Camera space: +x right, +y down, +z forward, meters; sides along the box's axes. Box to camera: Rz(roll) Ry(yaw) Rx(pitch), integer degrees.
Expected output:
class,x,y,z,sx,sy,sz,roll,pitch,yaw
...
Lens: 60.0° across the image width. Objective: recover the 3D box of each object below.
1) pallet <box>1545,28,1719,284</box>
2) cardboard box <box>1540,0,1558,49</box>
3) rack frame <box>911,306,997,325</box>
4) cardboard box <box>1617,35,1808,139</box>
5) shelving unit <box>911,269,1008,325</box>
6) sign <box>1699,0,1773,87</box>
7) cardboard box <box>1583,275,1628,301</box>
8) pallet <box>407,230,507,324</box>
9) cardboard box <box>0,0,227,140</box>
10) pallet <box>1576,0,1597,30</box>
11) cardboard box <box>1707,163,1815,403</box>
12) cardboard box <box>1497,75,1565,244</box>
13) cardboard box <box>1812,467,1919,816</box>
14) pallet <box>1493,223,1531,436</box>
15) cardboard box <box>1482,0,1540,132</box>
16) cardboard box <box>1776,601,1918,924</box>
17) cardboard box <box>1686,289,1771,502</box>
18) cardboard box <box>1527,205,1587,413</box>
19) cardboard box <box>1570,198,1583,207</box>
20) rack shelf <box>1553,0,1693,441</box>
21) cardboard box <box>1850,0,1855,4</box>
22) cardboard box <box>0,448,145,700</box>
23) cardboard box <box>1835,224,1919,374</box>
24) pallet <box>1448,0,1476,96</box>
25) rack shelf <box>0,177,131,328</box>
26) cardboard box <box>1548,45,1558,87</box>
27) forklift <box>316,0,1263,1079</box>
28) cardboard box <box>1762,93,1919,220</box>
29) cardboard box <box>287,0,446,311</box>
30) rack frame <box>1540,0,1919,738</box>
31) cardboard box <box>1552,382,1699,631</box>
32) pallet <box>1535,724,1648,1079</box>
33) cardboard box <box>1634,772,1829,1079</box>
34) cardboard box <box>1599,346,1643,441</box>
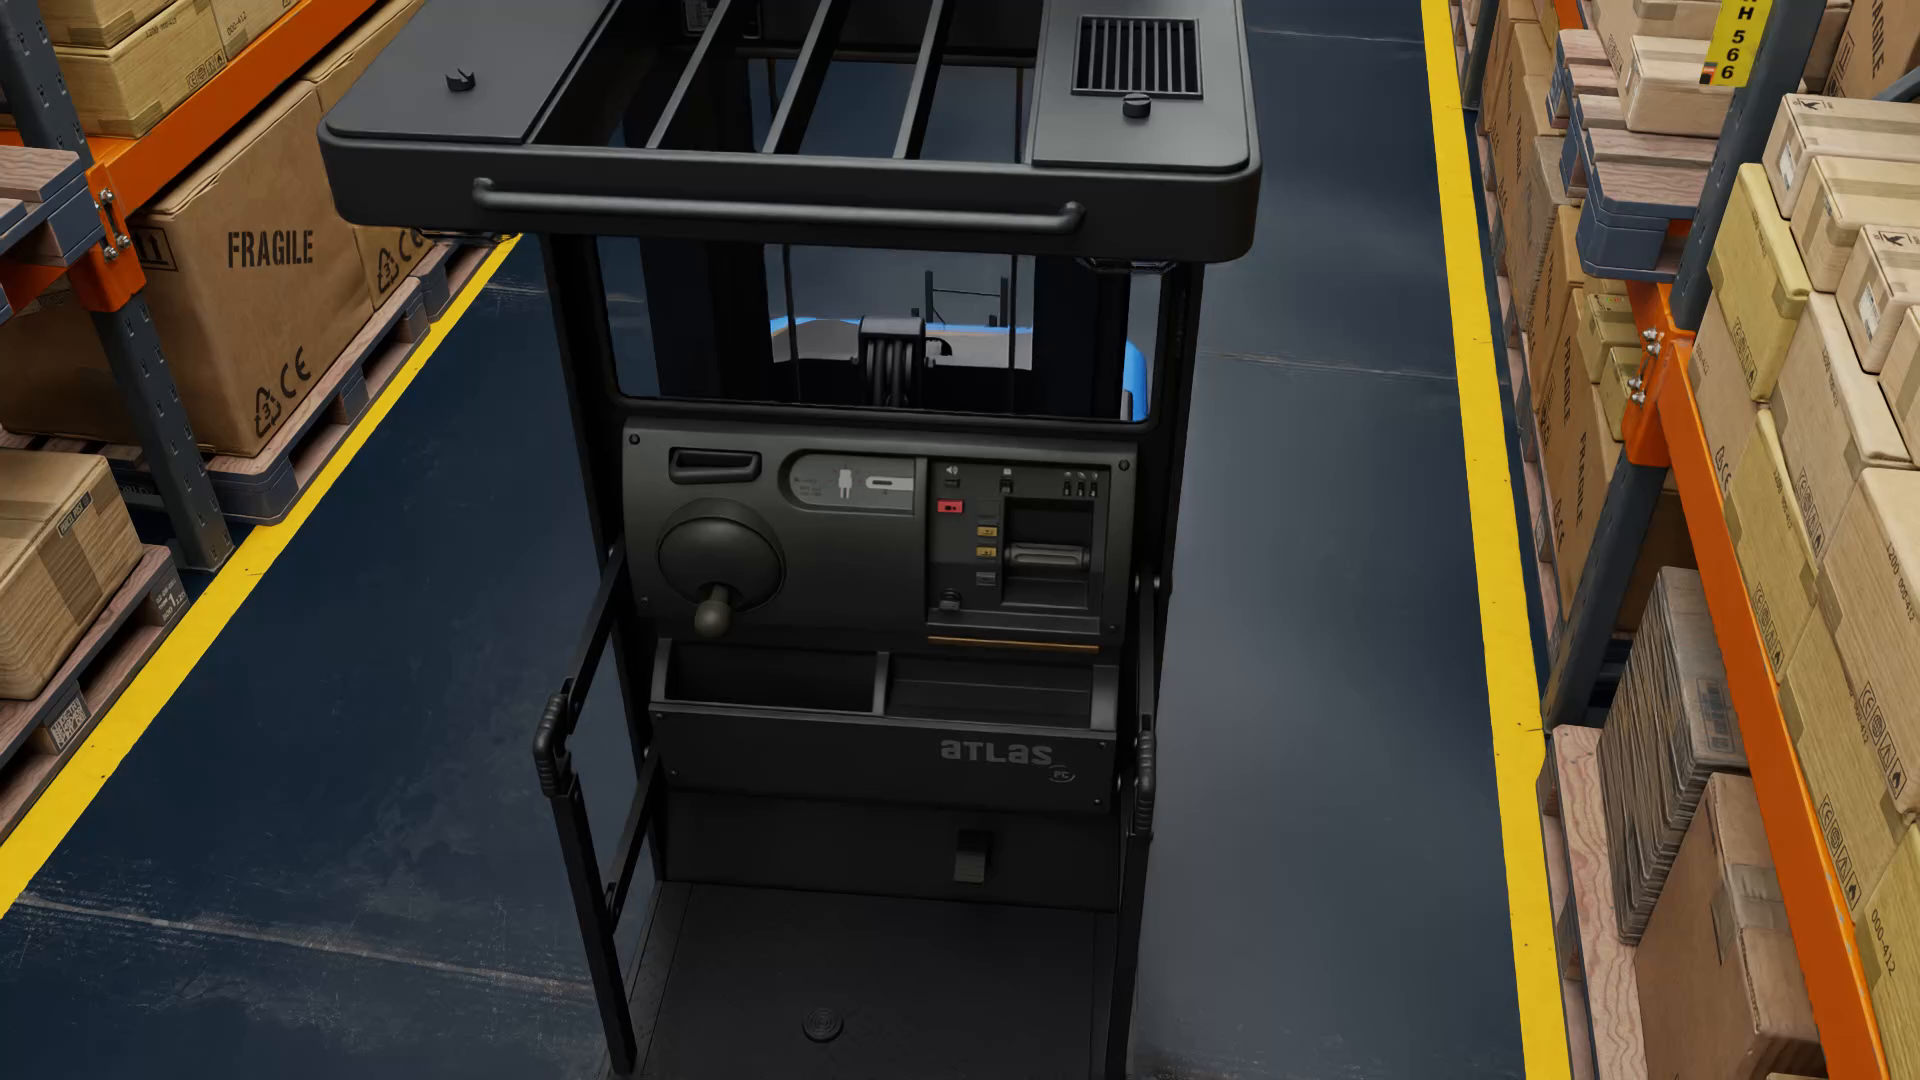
class,x,y,z,sx,sy,sz,roll,pitch,yaw
pallet,2.165,-0.956,4.203,1.213,0.211,1.003,6,40,8
cardboard box,2.480,-2.015,6.457,0.380,0.149,0.250,4,40,5
rack frame,-0.016,-0.288,4.892,0.240,0.900,0.006,6,40,8
cardboard box,1.853,-1.116,4.114,0.380,0.149,0.250,7,40,8
shelving unit,0.001,-0.352,4.969,0.258,0.900,0.210,6,40,8
sign,1.581,-1.067,3.339,0.100,0.325,0.005,6,40,8
cardboard box,2.059,-0.718,4.888,0.380,0.149,0.250,5,40,6
pallet,-2.348,-1.317,6.677,1.003,0.211,1.213,6,40,8
cardboard box,-2.440,-1.363,4.663,0.500,0.250,0.500,6,40,7
pallet,2.449,-1.744,5.156,1.003,0.211,1.213,6,40,8
cardboard box,1.775,-0.483,3.206,0.500,0.250,0.500,6,40,8
cardboard box,2.331,-1.379,6.196,0.500,0.500,0.500,5,40,6
cardboard box,1.603,0.160,2.427,0.500,0.250,0.500,5,40,7
pallet,2.497,-0.750,5.992,1.003,0.211,1.213,6,40,8
cardboard box,2.504,-2.027,6.980,0.500,0.500,0.500,8,40,10
cardboard box,1.625,0.352,2.588,0.500,0.250,0.500,5,40,6
cardboard box,1.800,-0.288,3.361,0.500,0.250,0.500,7,40,8
cardboard box,2.163,-0.726,5.406,0.500,0.500,0.500,8,40,10
cardboard box,2.210,-1.212,5.485,0.380,0.149,0.250,5,40,6
rack shelf,2.463,-1.575,5.365,1.077,0.370,4.000,6,40,8
cardboard box,2.217,-1.843,4.715,0.797,0.503,0.637,6,40,7
cardboard box,-2.880,0.062,4.553,0.950,0.372,0.625,4,40,5
cardboard box,1.708,-0.386,2.775,0.380,0.149,0.250,7,40,9
pallet,2.929,-2.463,8.064,1.003,0.211,1.213,6,40,8
rack shelf,-3.119,0.391,2.988,1.077,0.370,4.000,6,40,8
cardboard box,2.366,-1.689,6.062,0.380,0.149,0.250,6,40,8
forklift,-0.167,0.075,2.860,1.130,2.935,3.031,3,40,4
cardboard box,1.772,-0.718,3.177,0.380,0.149,0.250,8,40,9
cardboard box,-2.413,-1.469,6.010,0.875,0.875,0.875,7,40,8
rack frame,2.117,-0.597,3.618,1.000,3.000,0.127,6,40,8
cardboard box,1.978,-0.084,4.630,0.500,0.500,0.500,7,40,9
pallet,1.936,0.990,3.887,1.003,0.211,1.213,6,40,8
cardboard box,1.890,0.957,3.272,0.875,0.625,0.625,8,40,9
cardboard box,1.953,-0.383,4.483,0.380,0.149,0.250,5,40,5
